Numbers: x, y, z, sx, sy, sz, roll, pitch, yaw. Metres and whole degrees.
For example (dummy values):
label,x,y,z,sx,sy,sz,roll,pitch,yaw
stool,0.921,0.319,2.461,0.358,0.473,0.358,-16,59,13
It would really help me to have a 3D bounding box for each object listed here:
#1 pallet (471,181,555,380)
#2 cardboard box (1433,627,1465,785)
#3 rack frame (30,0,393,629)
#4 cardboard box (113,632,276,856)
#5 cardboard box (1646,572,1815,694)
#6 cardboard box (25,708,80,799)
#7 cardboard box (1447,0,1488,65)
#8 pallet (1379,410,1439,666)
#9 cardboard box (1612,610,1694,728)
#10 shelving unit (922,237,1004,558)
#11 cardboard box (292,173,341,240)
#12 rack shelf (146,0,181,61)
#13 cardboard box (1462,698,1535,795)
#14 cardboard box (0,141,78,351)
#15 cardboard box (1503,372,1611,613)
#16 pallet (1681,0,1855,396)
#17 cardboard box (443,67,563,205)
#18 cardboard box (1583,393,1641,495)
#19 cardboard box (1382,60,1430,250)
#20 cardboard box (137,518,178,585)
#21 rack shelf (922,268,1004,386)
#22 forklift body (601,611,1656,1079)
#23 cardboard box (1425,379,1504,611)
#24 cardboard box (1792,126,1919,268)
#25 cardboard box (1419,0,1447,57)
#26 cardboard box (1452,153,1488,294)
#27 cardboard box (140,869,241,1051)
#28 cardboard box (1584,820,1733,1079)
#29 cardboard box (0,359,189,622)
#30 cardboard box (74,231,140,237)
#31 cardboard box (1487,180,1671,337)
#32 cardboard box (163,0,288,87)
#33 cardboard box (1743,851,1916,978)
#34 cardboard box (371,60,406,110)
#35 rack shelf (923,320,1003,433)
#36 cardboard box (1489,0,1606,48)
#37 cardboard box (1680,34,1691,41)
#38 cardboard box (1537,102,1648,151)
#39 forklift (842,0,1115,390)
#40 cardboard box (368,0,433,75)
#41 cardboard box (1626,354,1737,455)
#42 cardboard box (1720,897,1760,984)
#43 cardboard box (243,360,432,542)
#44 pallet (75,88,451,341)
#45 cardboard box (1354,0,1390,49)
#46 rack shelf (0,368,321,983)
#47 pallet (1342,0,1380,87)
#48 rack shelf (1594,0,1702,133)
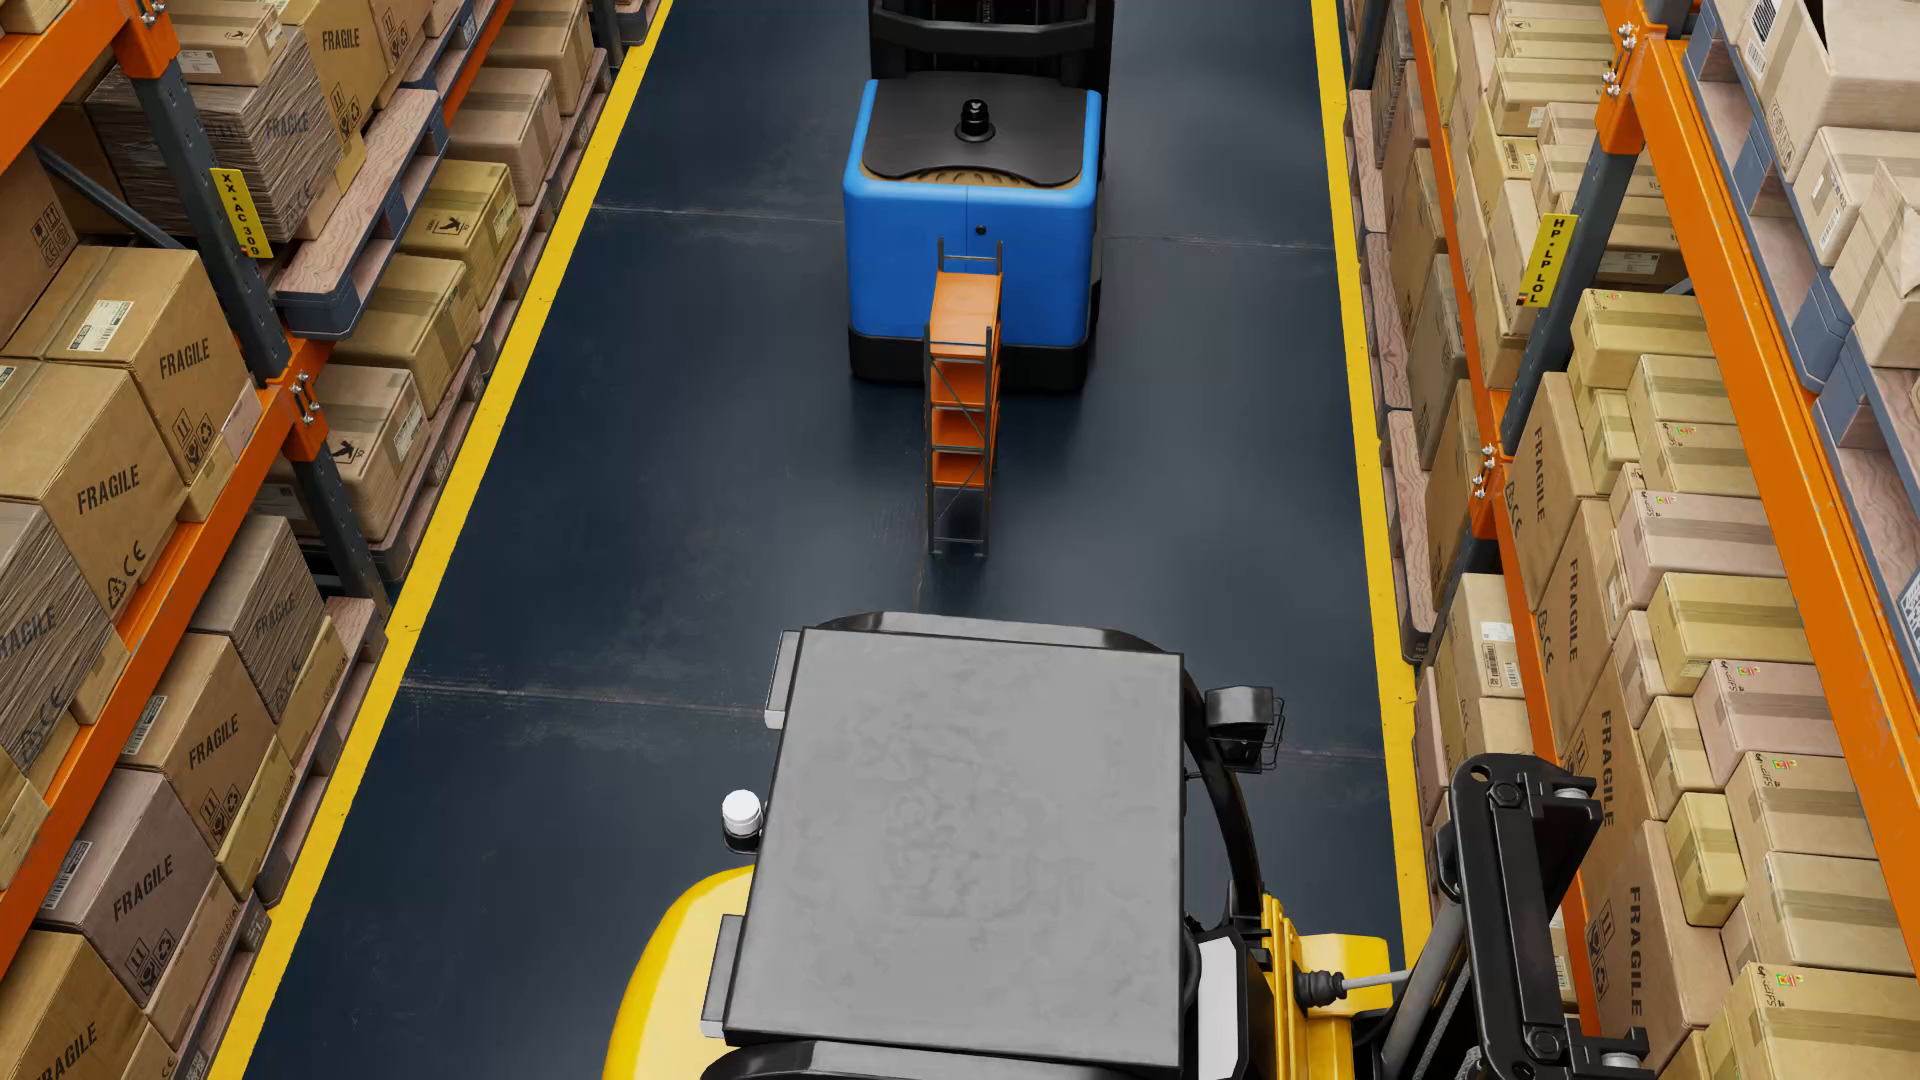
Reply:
label,x,y,z,sx,sy,sz,roll,pitch,yaw
pallet,-2.552,-1.261,7.786,1.003,0.211,1.213,4,48,4
cardboard box,1.862,0.552,5.478,0.500,0.250,0.500,4,48,3
rack frame,-2.730,-0.731,5.412,1.000,3.000,0.127,4,48,4
cardboard box,-2.561,0.629,5.238,0.500,0.500,0.500,5,48,4
cardboard box,1.818,0.222,3.831,0.380,0.149,0.250,3,48,3
cardboard box,-2.598,0.543,4.416,0.380,0.149,0.250,3,48,3
cardboard box,2.161,-2.019,6.353,0.500,0.250,0.500,4,48,4
pallet,2.242,-0.003,6.635,1.003,0.211,1.213,4,48,4
cardboard box,1.783,0.317,3.946,0.380,0.149,0.250,3,48,3
shelving unit,0.015,-0.527,6.444,0.258,1.200,0.503,4,48,4
cardboard box,-2.365,-1.173,5.701,0.380,0.149,0.250,5,48,4
rack shelf,-2.548,-2.970,5.914,1.077,0.370,4.000,4,48,4
cardboard box,1.800,0.758,4.951,0.500,0.250,0.500,4,48,4
cardboard box,-2.986,-0.894,4.614,0.700,0.500,0.500,3,48,3
cardboard box,1.913,-0.125,4.790,0.500,0.500,0.500,3,48,2
pallet,2.162,-0.754,3.460,1.003,0.211,1.213,4,48,4
cardboard box,-2.486,-1.968,8.039,0.950,0.372,0.625,3,48,3
cardboard box,1.900,-0.246,4.460,0.380,0.149,0.250,5,48,4
cardboard box,2.456,-1.741,7.660,0.875,0.625,0.625,5,48,5
cardboard box,-2.573,-0.019,4.931,0.380,0.149,0.250,4,48,4
rack shelf,0.015,-0.792,6.154,0.258,0.148,0.480,4,48,4
forklift body,0.205,1.310,4.120,2.313,2.155,1.214,4,48,4
cardboard box,2.250,-0.124,6.181,0.875,0.625,0.625,6,48,5
cardboard box,1.800,-0.629,3.103,0.380,0.149,0.250,5,48,5
cardboard box,2.204,-2.231,6.885,0.500,0.250,0.500,2,48,2
cardboard box,2.039,-1.107,5.857,0.500,0.250,0.500,4,48,3
cardboard box,-2.606,1.273,5.157,0.500,0.250,0.500,5,48,4
cardboard box,1.770,0.999,3.762,0.500,0.500,0.500,4,48,4
cardboard box,-2.563,-0.143,4.605,0.500,0.500,0.500,5,48,5
cardboard box,-2.958,-1.184,5.712,0.380,0.149,0.250,4,48,4
cardboard box,2.004,-0.896,5.325,0.500,0.250,0.500,3,48,3
cardboard box,-2.335,-1.548,5.165,0.380,0.149,0.250,4,48,3
cardboard box,1.806,0.782,3.319,0.380,0.149,0.250,4,48,4
cardboard box,-2.318,-1.755,6.234,0.380,0.149,0.250,5,48,4
rack shelf,0.015,-0.632,6.329,0.258,0.148,0.480,4,48,4
cardboard box,2.111,-1.859,5.936,0.380,0.149,0.250,4,48,4
cardboard box,2.610,-1.644,5.739,0.380,0.149,0.250,4,48,3
cardboard box,2.104,-1.286,5.412,0.380,0.149,0.250,4,48,3
forklift,0.161,-2.736,7.292,1.130,2.935,3.031,4,48,3
cardboard box,-2.298,-2.062,6.076,0.500,0.500,0.500,4,48,3
cardboard box,1.973,-0.339,4.344,0.380,0.149,0.250,5,48,4
cardboard box,1.807,0.892,3.420,0.380,0.149,0.250,4,48,3
cardboard box,-2.684,-0.371,6.579,0.950,0.372,0.625,4,48,4
pallet,-2.515,-1.218,5.987,1.003,0.211,1.213,4,48,4
cardboard box,2.403,-2.962,8.862,0.500,0.500,0.500,5,48,5
rack shelf,-2.912,0.982,4.333,1.077,0.370,4.000,4,48,4
pallet,2.684,-2.944,9.326,1.003,0.211,1.213,4,48,4
rack shelf,2.396,-2.639,5.612,1.077,0.370,4.000,4,48,4
